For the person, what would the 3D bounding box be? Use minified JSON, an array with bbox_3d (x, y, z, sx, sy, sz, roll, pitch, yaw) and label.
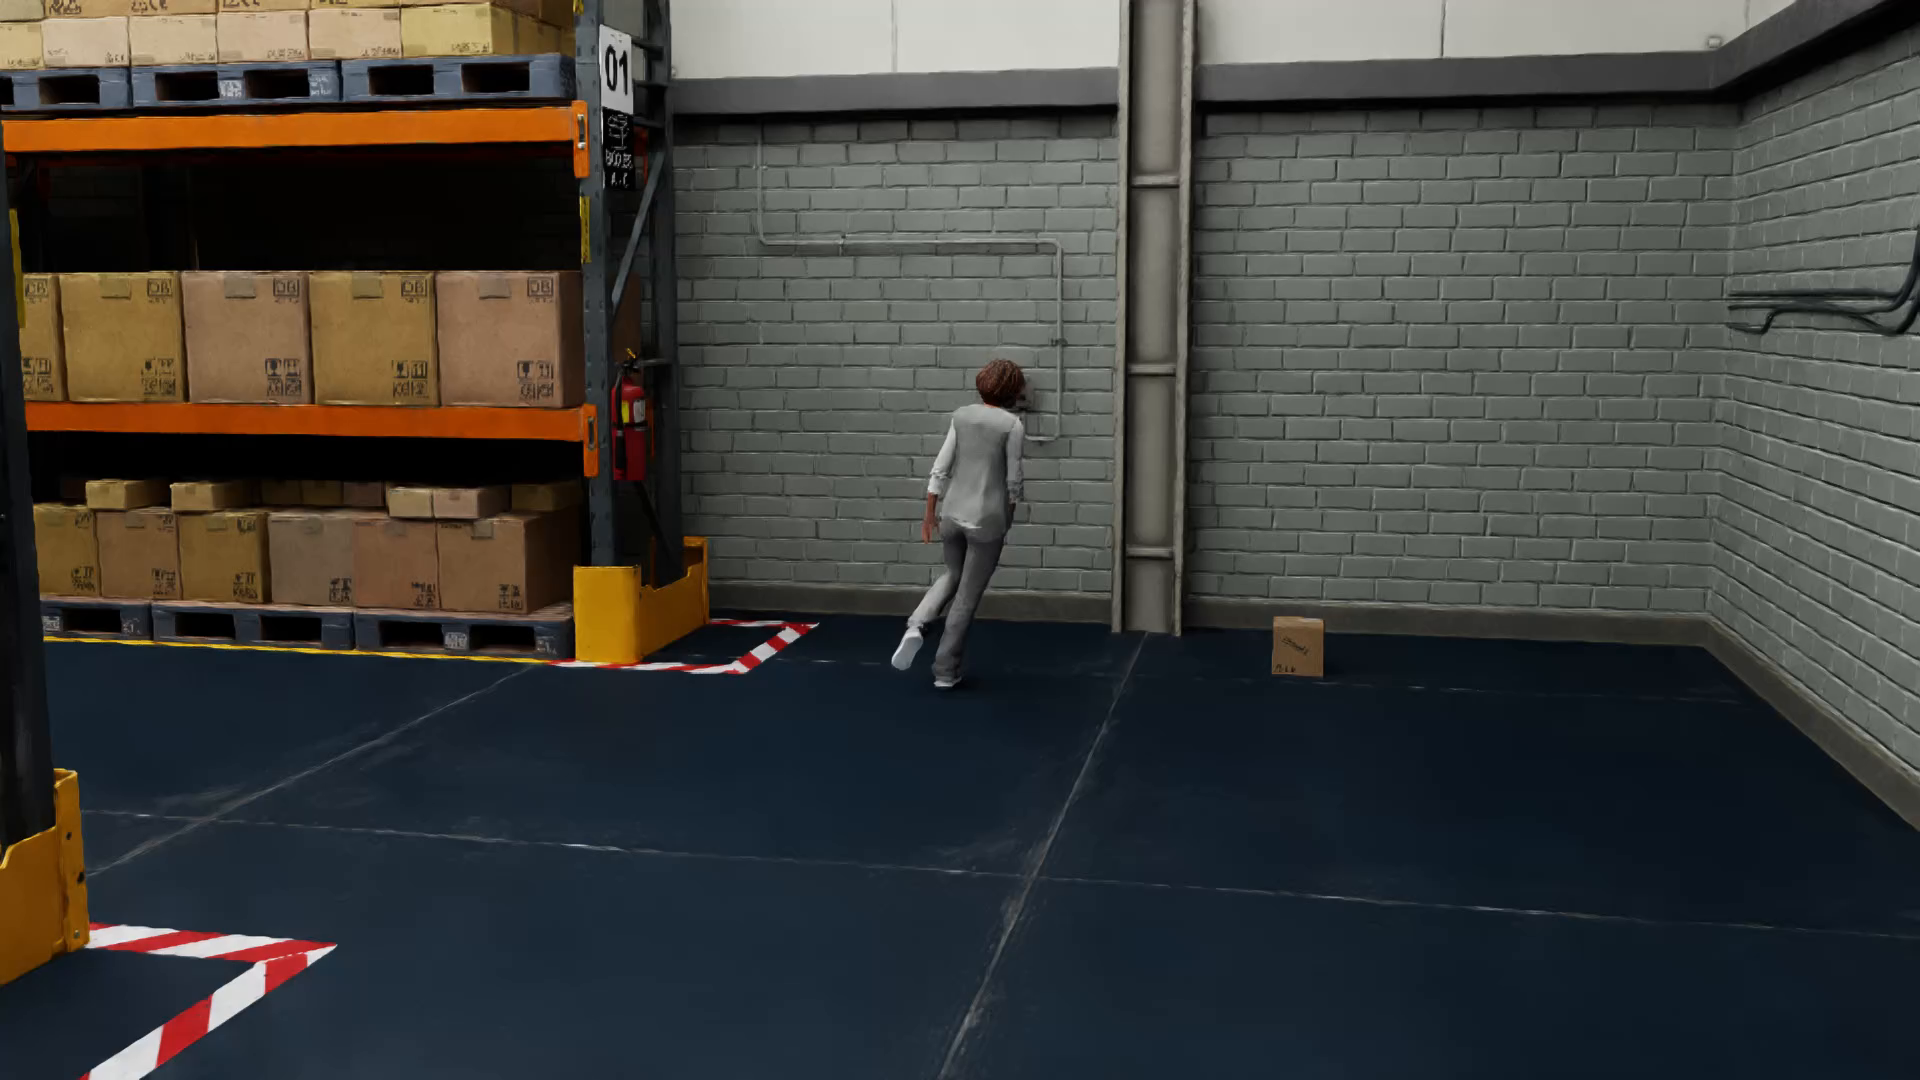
[{"bbox_3d":[0.014,-0.064,7.833,0.613,1.551,0.450,5,9,29],"label":"person"}]
